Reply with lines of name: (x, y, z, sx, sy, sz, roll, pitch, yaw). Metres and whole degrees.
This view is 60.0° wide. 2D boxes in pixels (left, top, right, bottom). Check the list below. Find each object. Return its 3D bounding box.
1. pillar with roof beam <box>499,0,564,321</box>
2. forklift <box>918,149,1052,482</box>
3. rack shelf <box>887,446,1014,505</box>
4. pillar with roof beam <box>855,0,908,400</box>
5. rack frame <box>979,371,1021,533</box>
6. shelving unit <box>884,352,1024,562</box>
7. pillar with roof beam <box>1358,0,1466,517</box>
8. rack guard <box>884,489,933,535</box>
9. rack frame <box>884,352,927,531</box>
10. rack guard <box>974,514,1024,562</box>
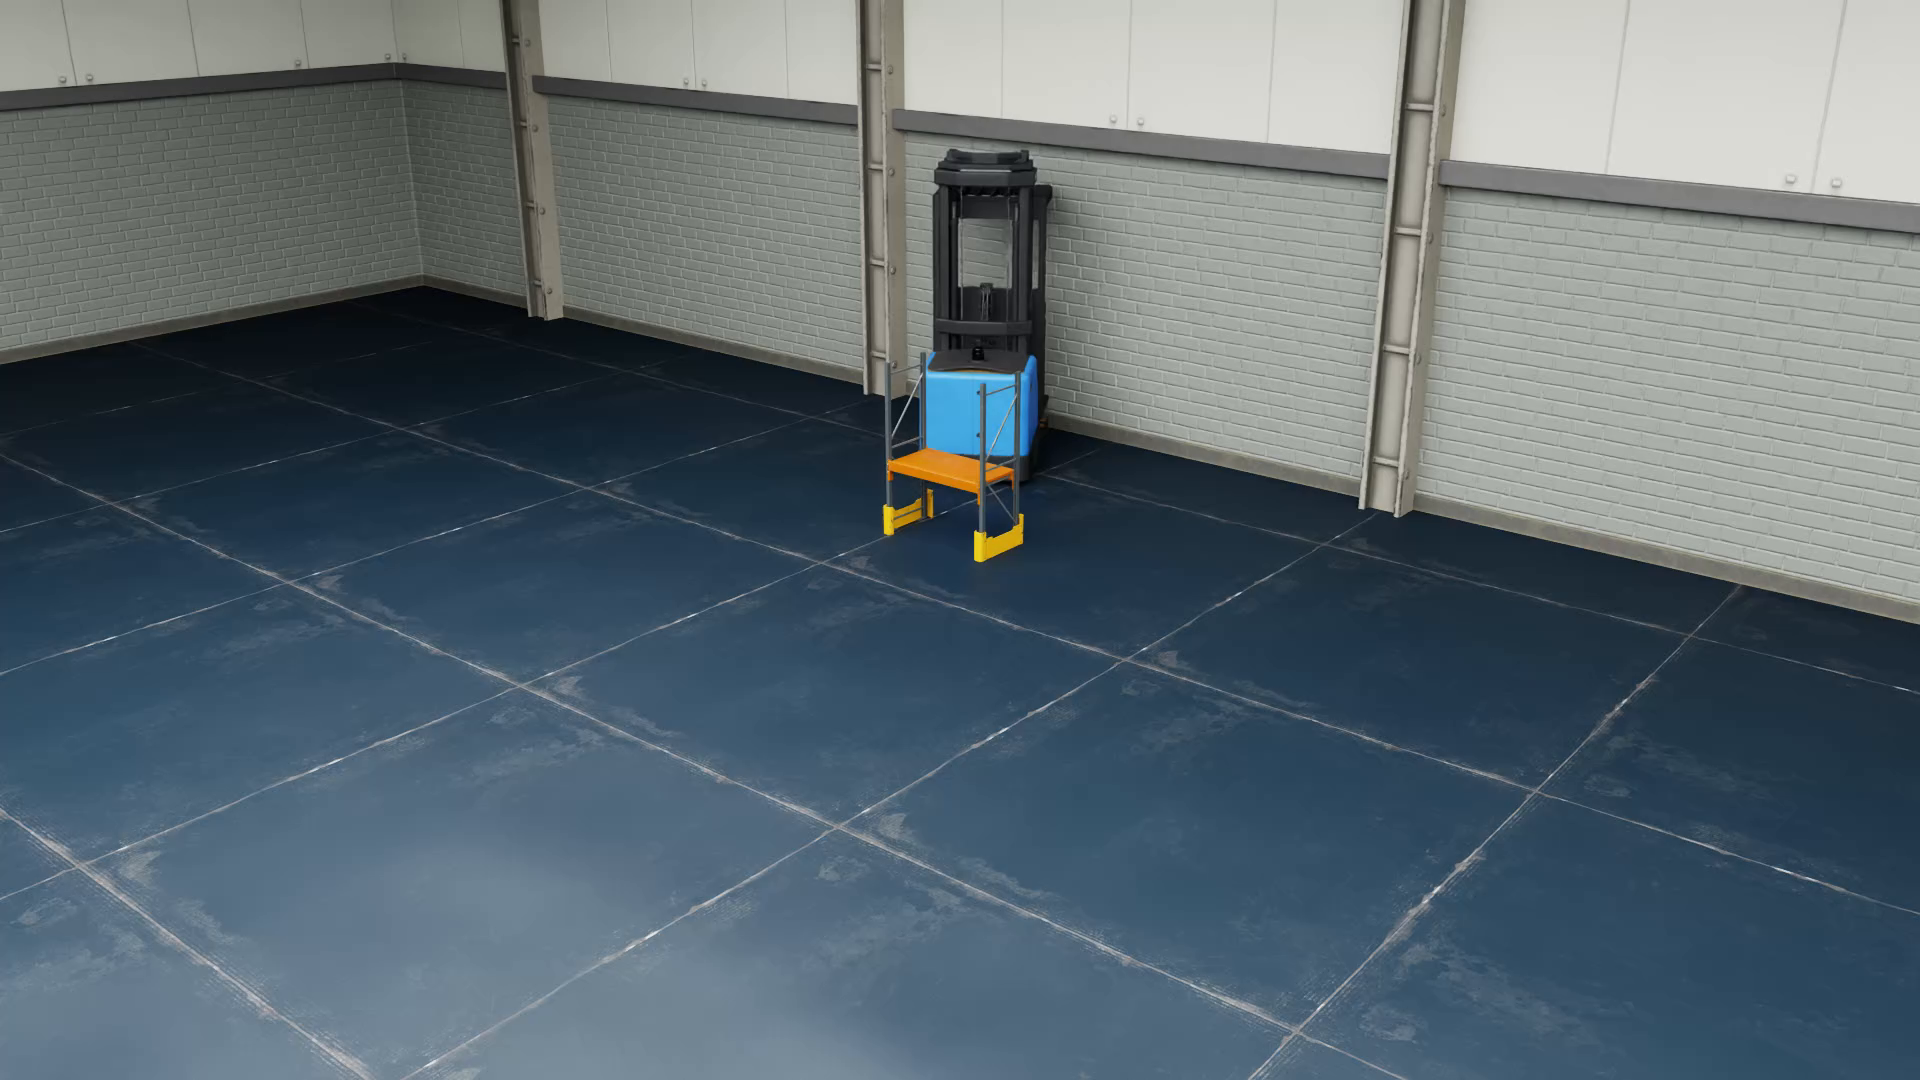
pillar with roof beam: (-8.195, -5.995, 17.315, 0.400, 9.000, 9.100, 16, 26, 36)
forklift: (0.314, -2.394, 16.364, 1.130, 2.935, 3.031, 3, 21, 7)
rack shelf: (-0.066, -0.552, 14.020, 1.000, 0.185, 0.538, 16, 26, 36)
pillar with roof beam: (-3.546, -4.657, 13.765, 0.400, 9.000, 9.100, 16, 26, 36)
rack frame: (0.328, -0.607, 13.655, 0.032, 1.500, 0.500, 16, 26, 36)
shelving unit: (-0.059, -0.719, 13.951, 1.083, 1.500, 0.587, 16, 26, 36)
pillar with roof beam: (1.102, -3.318, 10.216, 0.400, 9.000, 9.100, 16, 26, 36)
rack guard: (-0.445, -0.245, 14.466, 0.087, 0.250, 0.587, 16, 26, 36)
rack frame: (-0.460, -0.834, 14.257, 0.032, 1.500, 0.500, 16, 26, 36)
rack guard: (0.327, -0.023, 13.877, 0.087, 0.250, 0.587, 16, 26, 36)
